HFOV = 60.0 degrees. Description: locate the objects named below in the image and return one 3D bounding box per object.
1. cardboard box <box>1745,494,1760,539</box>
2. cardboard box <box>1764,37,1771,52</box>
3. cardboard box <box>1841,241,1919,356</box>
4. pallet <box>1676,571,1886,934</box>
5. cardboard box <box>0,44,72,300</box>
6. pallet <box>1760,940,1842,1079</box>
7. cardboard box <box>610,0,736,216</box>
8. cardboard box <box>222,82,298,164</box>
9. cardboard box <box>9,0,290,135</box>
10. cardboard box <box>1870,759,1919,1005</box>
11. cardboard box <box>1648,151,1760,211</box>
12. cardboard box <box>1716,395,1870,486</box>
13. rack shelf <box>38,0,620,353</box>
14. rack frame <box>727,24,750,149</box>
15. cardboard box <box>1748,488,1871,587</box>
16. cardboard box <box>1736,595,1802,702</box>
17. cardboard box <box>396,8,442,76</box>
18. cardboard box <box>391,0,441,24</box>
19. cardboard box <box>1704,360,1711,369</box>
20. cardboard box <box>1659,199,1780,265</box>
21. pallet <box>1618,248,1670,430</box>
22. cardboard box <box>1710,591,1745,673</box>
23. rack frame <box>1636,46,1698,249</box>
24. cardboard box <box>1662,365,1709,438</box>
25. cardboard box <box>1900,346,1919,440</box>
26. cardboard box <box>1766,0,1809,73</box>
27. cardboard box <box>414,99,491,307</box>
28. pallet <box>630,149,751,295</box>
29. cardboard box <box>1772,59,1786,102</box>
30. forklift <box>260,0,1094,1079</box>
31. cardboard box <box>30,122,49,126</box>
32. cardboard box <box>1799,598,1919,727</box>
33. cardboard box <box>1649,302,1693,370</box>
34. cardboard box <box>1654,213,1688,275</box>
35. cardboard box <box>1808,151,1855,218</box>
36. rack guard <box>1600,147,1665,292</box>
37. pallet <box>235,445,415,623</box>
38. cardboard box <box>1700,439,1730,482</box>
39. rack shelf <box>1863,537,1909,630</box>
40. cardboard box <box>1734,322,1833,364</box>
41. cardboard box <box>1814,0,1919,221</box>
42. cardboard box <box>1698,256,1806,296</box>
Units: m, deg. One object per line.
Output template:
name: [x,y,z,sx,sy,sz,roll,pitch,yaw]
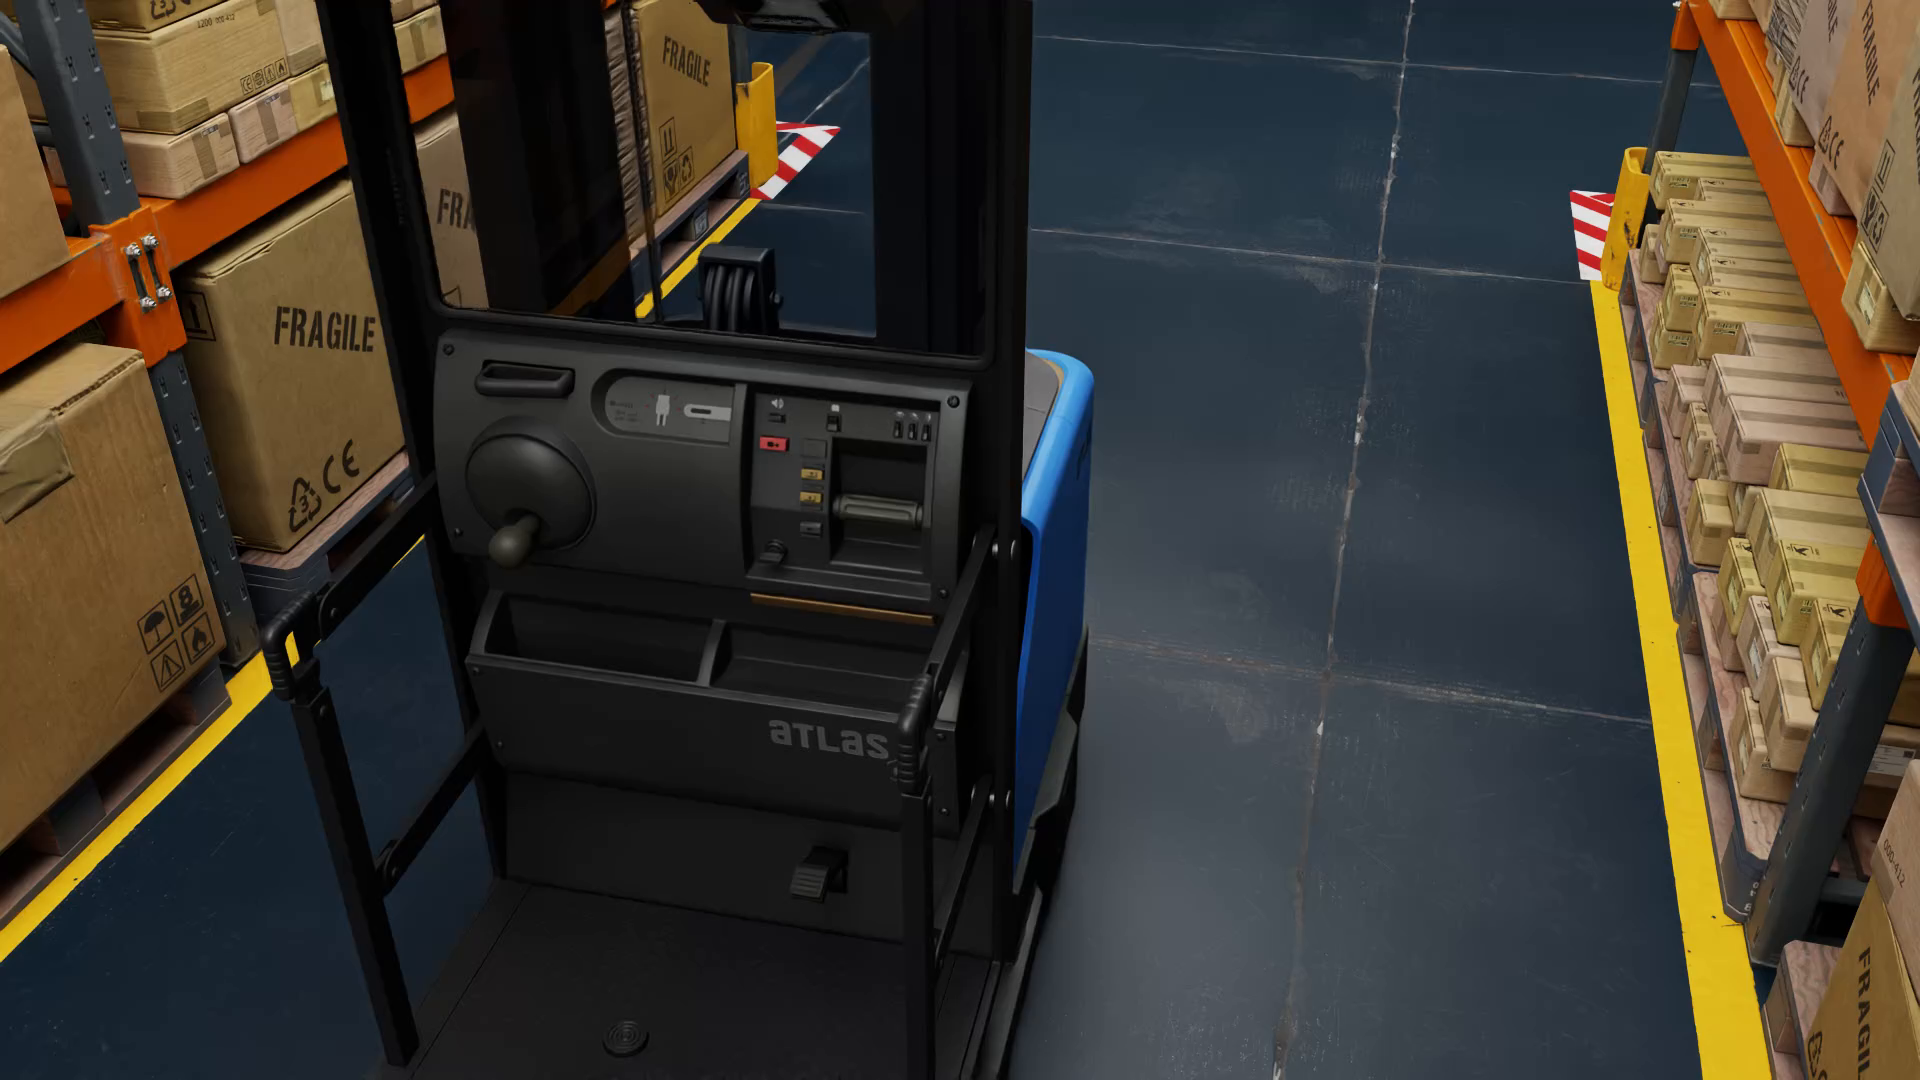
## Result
cardboard box: [2.315,0.023,4.407,0.380,0.149,0.250,8,33,13]
cardboard box: [2.722,-1.556,5.136,0.380,0.149,0.250,8,33,12]
cardboard box: [2.082,-0.493,3.464,0.380,0.149,0.250,7,33,11]
pallet: [2.413,0.553,4.184,1.003,0.211,1.213,8,33,12]
cardboard box: [-2.350,-0.761,3.557,0.500,0.500,0.500,8,33,13]
pallet: [2.080,1.310,2.992,1.003,0.211,1.213,8,33,12]
cardboard box: [-1.566,-2.012,7.207,0.875,0.875,0.875,8,33,12]
cardboard box: [-2.032,-1.137,4.476,0.380,0.149,0.250,7,33,11]
cardboard box: [-2.123,-1.269,4.312,0.500,0.250,0.500,7,33,11]
cardboard box: [1.833,0.638,2.690,0.500,0.250,0.500,7,33,10]
cardboard box: [2.830,-1.346,6.282,0.380,0.149,0.250,7,33,10]
cardboard box: [2.318,-0.261,4.576,0.380,0.149,0.250,6,33,10]
rack shelf: [-1.988,-1.733,5.850,1.077,0.370,4.000,8,33,12]
rack frame: [-1.481,-3.074,7.290,1.000,3.000,0.127,8,33,12]
cardboard box: [2.198,0.016,4.140,0.380,0.149,0.250,8,33,12]
cardboard box: [2.105,0.281,4.001,0.380,0.149,0.250,6,33,10]
cardboard box: [-1.836,-1.543,5.116,0.380,0.149,0.250,8,33,12]
cardboard box: [-1.866,-1.796,5.141,0.500,0.250,0.500,9,33,14]
cardboard box: [2.664,-0.667,5.491,0.380,0.149,0.250,6,33,10]
cardboard box: [2.688,-1.073,5.853,0.380,0.149,0.250,8,33,12]
pallet: [3.032,-0.713,6.175,1.003,0.211,1.213,8,33,12]
cardboard box: [2.198,0.236,4.349,0.380,0.149,0.250,7,33,11]
rack frame: [3.291,-2.346,6.145,1.000,3.000,0.127,8,33,12]
cardboard box: [2.514,-0.435,5.404,0.380,0.149,0.250,6,33,10]
cardboard box: [1.731,-0.200,2.611,0.380,0.149,0.250,6,33,10]
cardboard box: [2.539,-1.520,4.474,0.500,0.500,0.500,7,33,11]
cardboard box: [-2.022,-1.078,5.738,0.875,0.875,0.875,8,33,12]
pallet: [-1.608,-1.472,7.368,1.003,0.211,1.213,8,33,12]
cardboard box: [2.546,-1.300,4.734,0.380,0.149,0.250,9,34,14]
forklift: [-0.490,-0.060,2.613,1.130,2.935,3.031,7,33,11]
cardboard box: [-2.670,-1.229,4.621,0.380,0.149,0.250,9,33,13]
cardboard box: [2.115,0.284,3.718,0.380,0.149,0.250,9,34,14]
cardboard box: [2.634,-0.698,5.817,0.380,0.149,0.250,8,33,13]
cardboard box: [2.786,-1.075,6.133,0.380,0.149,0.250,8,33,12]
cardboard box: [2.337,-0.899,4.103,0.380,0.149,0.250,7,33,10]
rack guard: [3.272,-1.252,6.753,1.175,0.500,0.348,8,33,12]
pallet: [-2.227,-0.205,5.376,1.003,0.211,1.213,8,33,12]
cardboard box: [2.440,-0.158,4.968,0.380,0.149,0.250,9,33,13]
rack shelf: [1.769,1.071,1.440,1.077,0.370,4.000,8,33,12]
cardboard box: [2.544,-0.517,4.978,0.380,0.149,0.250,8,33,12]
cardboard box: [2.259,-0.997,3.652,0.500,0.500,0.500,7,33,11]
cardboard box: [2.626,-0.791,5.409,0.380,0.149,0.250,9,34,14]
